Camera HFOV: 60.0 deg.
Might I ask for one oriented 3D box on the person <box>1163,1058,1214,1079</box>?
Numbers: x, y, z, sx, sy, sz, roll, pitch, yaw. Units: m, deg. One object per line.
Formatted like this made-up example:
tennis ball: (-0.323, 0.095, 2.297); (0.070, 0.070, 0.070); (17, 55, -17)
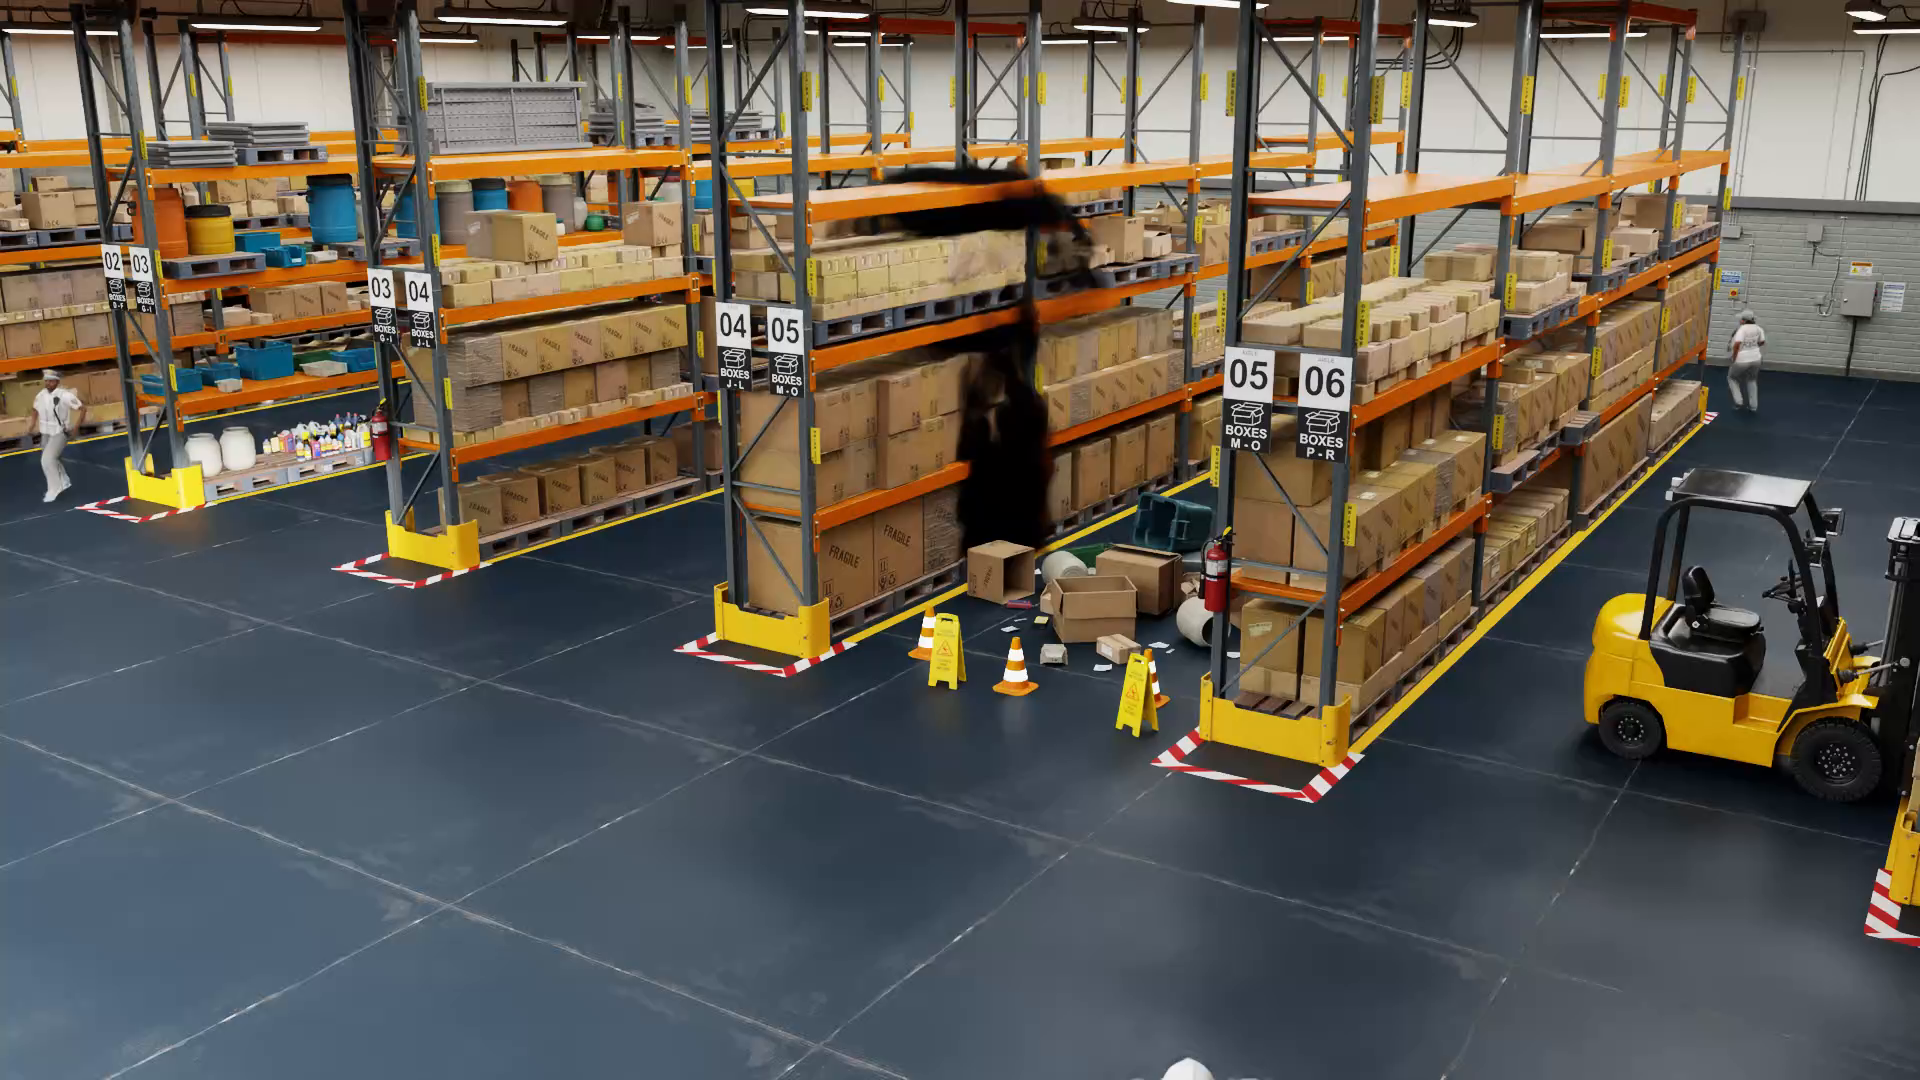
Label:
person: (0.841, 2.666, 6.399); (0.675, 1.791, 0.985); (3, 16, 11)

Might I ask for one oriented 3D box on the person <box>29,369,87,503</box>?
person: (-11.367, -1.322, 20.922); (0.658, 1.699, 0.665); (4, 16, 14)

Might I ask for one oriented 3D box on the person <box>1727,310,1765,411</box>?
person: (12.455, -2.832, 26.459); (0.613, 1.658, 0.608); (0, 16, -2)
